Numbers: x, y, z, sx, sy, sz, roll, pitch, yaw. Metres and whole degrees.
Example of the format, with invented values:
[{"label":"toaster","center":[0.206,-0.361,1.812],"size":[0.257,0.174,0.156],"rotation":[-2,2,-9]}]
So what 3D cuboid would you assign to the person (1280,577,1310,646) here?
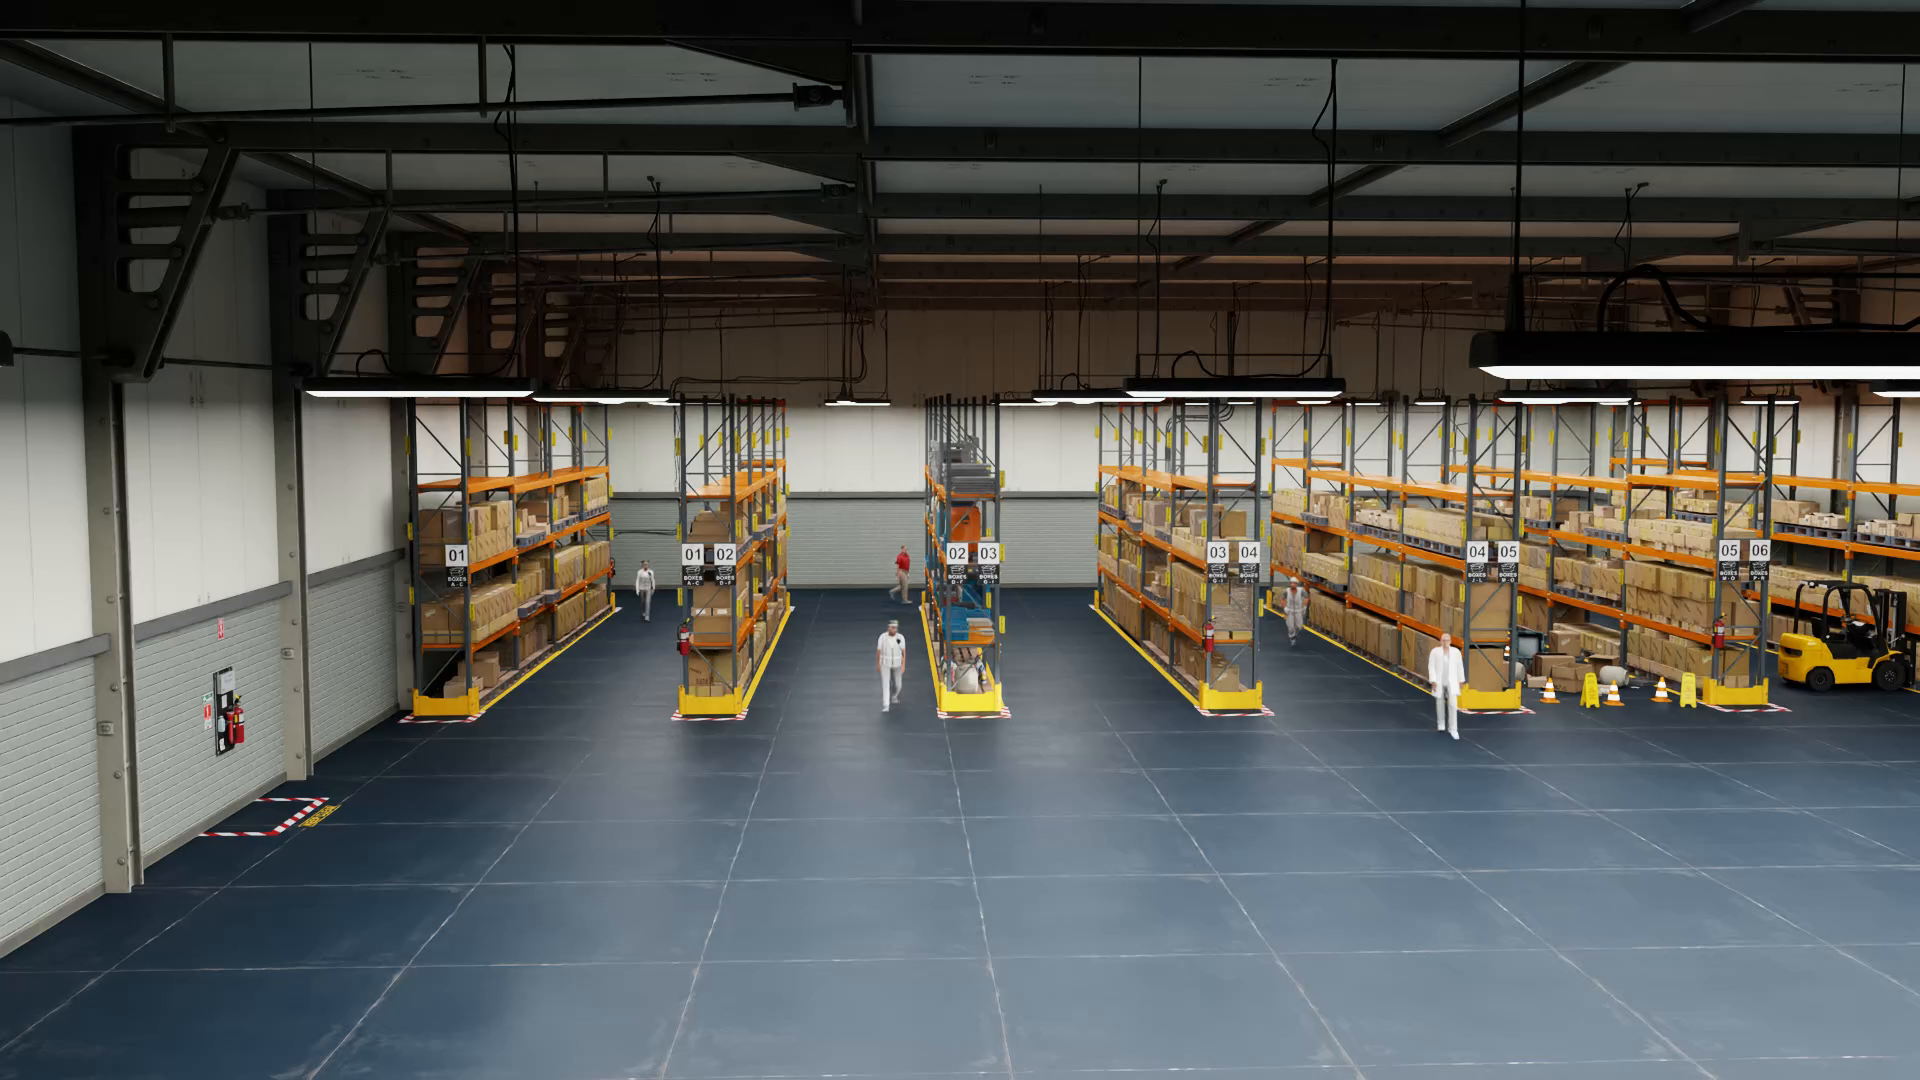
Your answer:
[{"label":"person","center":[8.067,1.722,40.065],"size":[0.697,1.686,0.633],"rotation":[1,5,6]}]

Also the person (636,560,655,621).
[{"label":"person","center":[-8.530,1.333,45.030],"size":[0.462,1.620,1.049],"rotation":[0,5,-3]}]

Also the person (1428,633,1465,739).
[{"label":"person","center":[8.552,2.542,29.246],"size":[0.622,1.804,0.869],"rotation":[2,5,20]}]

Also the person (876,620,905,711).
[{"label":"person","center":[-1.324,2.365,31.779],"size":[0.550,1.699,1.044],"rotation":[-1,5,-15]}]

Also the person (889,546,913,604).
[{"label":"person","center":[-1.734,1.000,48.892],"size":[0.828,1.693,0.521],"rotation":[2,5,19]}]
